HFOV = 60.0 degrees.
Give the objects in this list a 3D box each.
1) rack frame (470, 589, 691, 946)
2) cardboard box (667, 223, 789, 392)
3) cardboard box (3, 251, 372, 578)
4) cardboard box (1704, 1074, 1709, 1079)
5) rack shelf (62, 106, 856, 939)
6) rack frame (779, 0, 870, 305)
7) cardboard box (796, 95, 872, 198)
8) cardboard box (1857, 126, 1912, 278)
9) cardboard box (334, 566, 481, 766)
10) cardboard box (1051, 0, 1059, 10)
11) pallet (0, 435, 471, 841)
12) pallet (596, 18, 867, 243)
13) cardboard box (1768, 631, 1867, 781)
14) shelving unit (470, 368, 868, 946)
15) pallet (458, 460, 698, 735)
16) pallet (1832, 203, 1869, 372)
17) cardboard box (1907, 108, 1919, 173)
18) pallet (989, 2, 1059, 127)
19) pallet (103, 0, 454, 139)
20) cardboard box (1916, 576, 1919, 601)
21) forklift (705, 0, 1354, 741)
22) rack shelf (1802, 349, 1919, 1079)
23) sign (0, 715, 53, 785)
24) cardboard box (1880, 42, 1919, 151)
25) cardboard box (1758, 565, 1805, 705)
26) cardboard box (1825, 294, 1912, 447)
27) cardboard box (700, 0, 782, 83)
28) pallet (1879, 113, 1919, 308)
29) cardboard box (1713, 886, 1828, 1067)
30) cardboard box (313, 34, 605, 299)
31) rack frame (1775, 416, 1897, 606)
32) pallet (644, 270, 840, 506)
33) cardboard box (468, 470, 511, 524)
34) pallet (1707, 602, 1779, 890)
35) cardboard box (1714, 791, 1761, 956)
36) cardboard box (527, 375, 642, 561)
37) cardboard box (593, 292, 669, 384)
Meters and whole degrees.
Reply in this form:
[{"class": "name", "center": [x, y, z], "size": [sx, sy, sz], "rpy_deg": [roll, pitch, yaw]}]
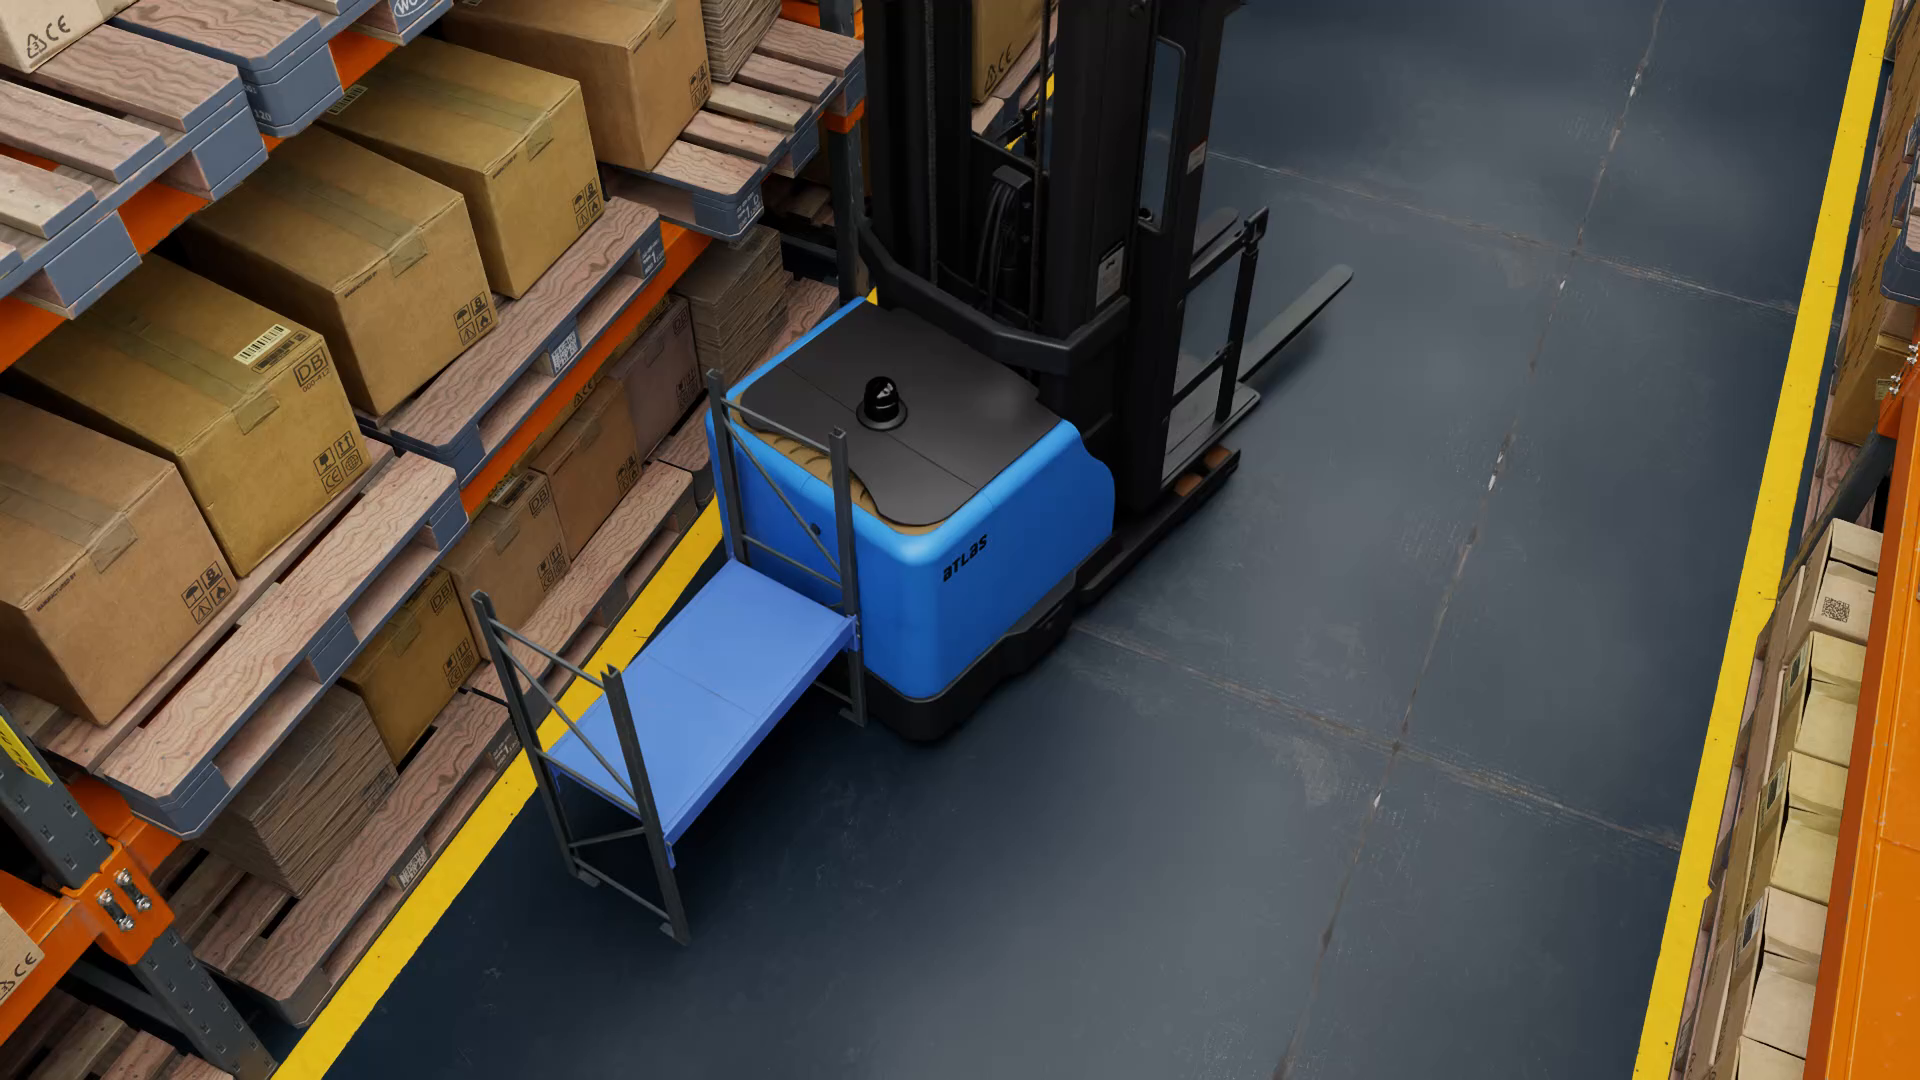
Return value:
[{"class": "rack frame", "center": [-1.099, 0.730, 4.959], "size": [0.500, 1.500, 0.032], "rpy_deg": [26, 54, 20]}, {"class": "cardboard box", "center": [-1.147, -1.032, 6.826], "size": [0.700, 0.500, 0.500], "rpy_deg": [20, 53, 17]}, {"class": "cardboard box", "center": [-2.102, -0.354, 4.543], "size": [0.700, 0.500, 0.500], "rpy_deg": [25, 54, 20]}, {"class": "cardboard box", "center": [2.236, 1.826, 4.571], "size": [0.500, 0.250, 0.500], "rpy_deg": [21, 53, 17]}, {"class": "rack shelf", "center": [-1.741, -0.602, 5.580], "size": [1.077, 0.370, 4.000], "rpy_deg": [20, 52, 16]}, {"class": "rack frame", "center": [-0.886, -2.212, 6.478], "size": [1.000, 3.000, 0.127], "rpy_deg": [20, 52, 16]}, {"class": "cardboard box", "center": [-0.454, -2.115, 7.531], "size": [0.750, 0.750, 0.750], "rpy_deg": [19, 52, 16]}, {"class": "cardboard box", "center": [4.221, -1.375, 7.118], "size": [0.500, 0.500, 0.500], "rpy_deg": [18, 52, 15]}, {"class": "cardboard box", "center": [-2.121, 0.325, 5.671], "size": [0.700, 0.500, 0.500], "rpy_deg": [19, 52, 15]}, {"class": "cardboard box", "center": [0.285, -3.303, 8.542], "size": [0.750, 0.750, 0.750], "rpy_deg": [21, 53, 17]}, {"class": "pallet", "center": [-2.137, 0.126, 4.615], "size": [1.003, 0.211, 1.213], "rpy_deg": [20, 52, 16]}, {"class": "pallet", "center": [-1.095, -1.625, 6.104], "size": [1.213, 0.211, 1.003], "rpy_deg": [20, 52, 16]}, {"class": "cardboard box", "center": [2.888, 0.600, 5.247], "size": [0.500, 0.311, 0.500], "rpy_deg": [19, 52, 15]}, {"class": "shelving unit", "center": [-0.825, 0.404, 5.237], "size": [0.538, 1.500, 1.048], "rpy_deg": [26, 54, 20]}, {"class": "pallet", "center": [-1.744, 0.066, 6.370], "size": [1.003, 0.211, 1.213], "rpy_deg": [20, 52, 16]}, {"class": "pallet", "center": [4.470, -1.038, 7.310], "size": [1.003, 0.211, 1.213], "rpy_deg": [20, 52, 16]}, {"class": "cardboard box", "center": [4.235, -1.645, 6.855], "size": [0.500, 0.250, 0.500], "rpy_deg": [19, 52, 15]}, {"class": "pallet", "center": [0.041, -2.664, 8.693], "size": [1.003, 0.211, 1.213], "rpy_deg": [20, 52, 16]}, {"class": "pallet", "center": [-1.795, -1.475, 4.004], "size": [1.213, 0.211, 1.003], "rpy_deg": [20, 52, 16]}, {"class": "cardboard box", "center": [3.037, -0.021, 4.672], "size": [0.500, 0.311, 0.500], "rpy_deg": [19, 52, 16]}, {"class": "forklift", "center": [0.479, -1.290, 5.738], "size": [1.130, 2.935, 3.031], "rpy_deg": [34, 57, 25]}, {"class": "rack shelf", "center": [2.740, 1.007, 4.211], "size": [1.077, 0.370, 4.000], "rpy_deg": [20, 52, 16]}, {"class": "sign", "center": [-2.101, 0.433, 3.659], "size": [0.100, 0.325, 0.005], "rpy_deg": [20, 52, 16]}, {"class": "cardboard box", "center": [4.658, -2.065, 7.705], "size": [0.500, 0.500, 0.500], "rpy_deg": [20, 53, 17]}, {"class": "cardboard box", "center": [3.105, 0.417, 5.770], "size": [0.500, 0.250, 0.500], "rpy_deg": [20, 52, 16]}, {"class": "cardboard box", "center": [3.781, -0.656, 6.506], "size": [0.500, 0.500, 0.500], "rpy_deg": [22, 53, 17]}, {"class": "cardboard box", "center": [-1.078, -2.060, 5.994], "size": [0.700, 0.500, 0.500], "rpy_deg": [14, 51, 12]}, {"class": "pallet", "center": [3.820, -1.030, 5.598], "size": [1.213, 0.211, 1.003], "rpy_deg": [20, 52, 16]}, {"class": "cardboard box", "center": [2.449, 1.305, 4.647], "size": [0.500, 0.311, 0.500], "rpy_deg": [19, 52, 16]}, {"class": "cardboard box", "center": [-1.590, -1.195, 5.258], "size": [0.700, 0.500, 0.500], "rpy_deg": [20, 52, 16]}, {"class": "rack frame", "center": [3.594, -0.603, 5.109], "size": [1.000, 3.000, 0.127], "rpy_deg": [20, 52, 16]}, {"class": "pallet", "center": [-1.222, -0.771, 7.082], "size": [1.003, 0.211, 1.213], "rpy_deg": [20, 52, 16]}, {"class": "cardboard box", "center": [-1.892, -0.209, 5.634], "size": [0.500, 0.250, 0.500], "rpy_deg": [18, 52, 15]}, {"class": "pallet", "center": [3.207, 0.855, 5.699], "size": [1.003, 0.211, 1.213], "rpy_deg": [20, 52, 16]}, {"class": "cardboard box", "center": [2.674, 1.124, 5.169], "size": [0.500, 0.250, 0.500], "rpy_deg": [19, 52, 15]}, {"class": "cardboard box", "center": [-1.659, -0.364, 6.257], "size": [0.700, 0.500, 0.500], "rpy_deg": [20, 52, 16]}, {"class": "cardboard box", "center": [-1.447, -0.903, 6.224], "size": [0.500, 0.250, 0.500], "rpy_deg": [21, 53, 17]}]
